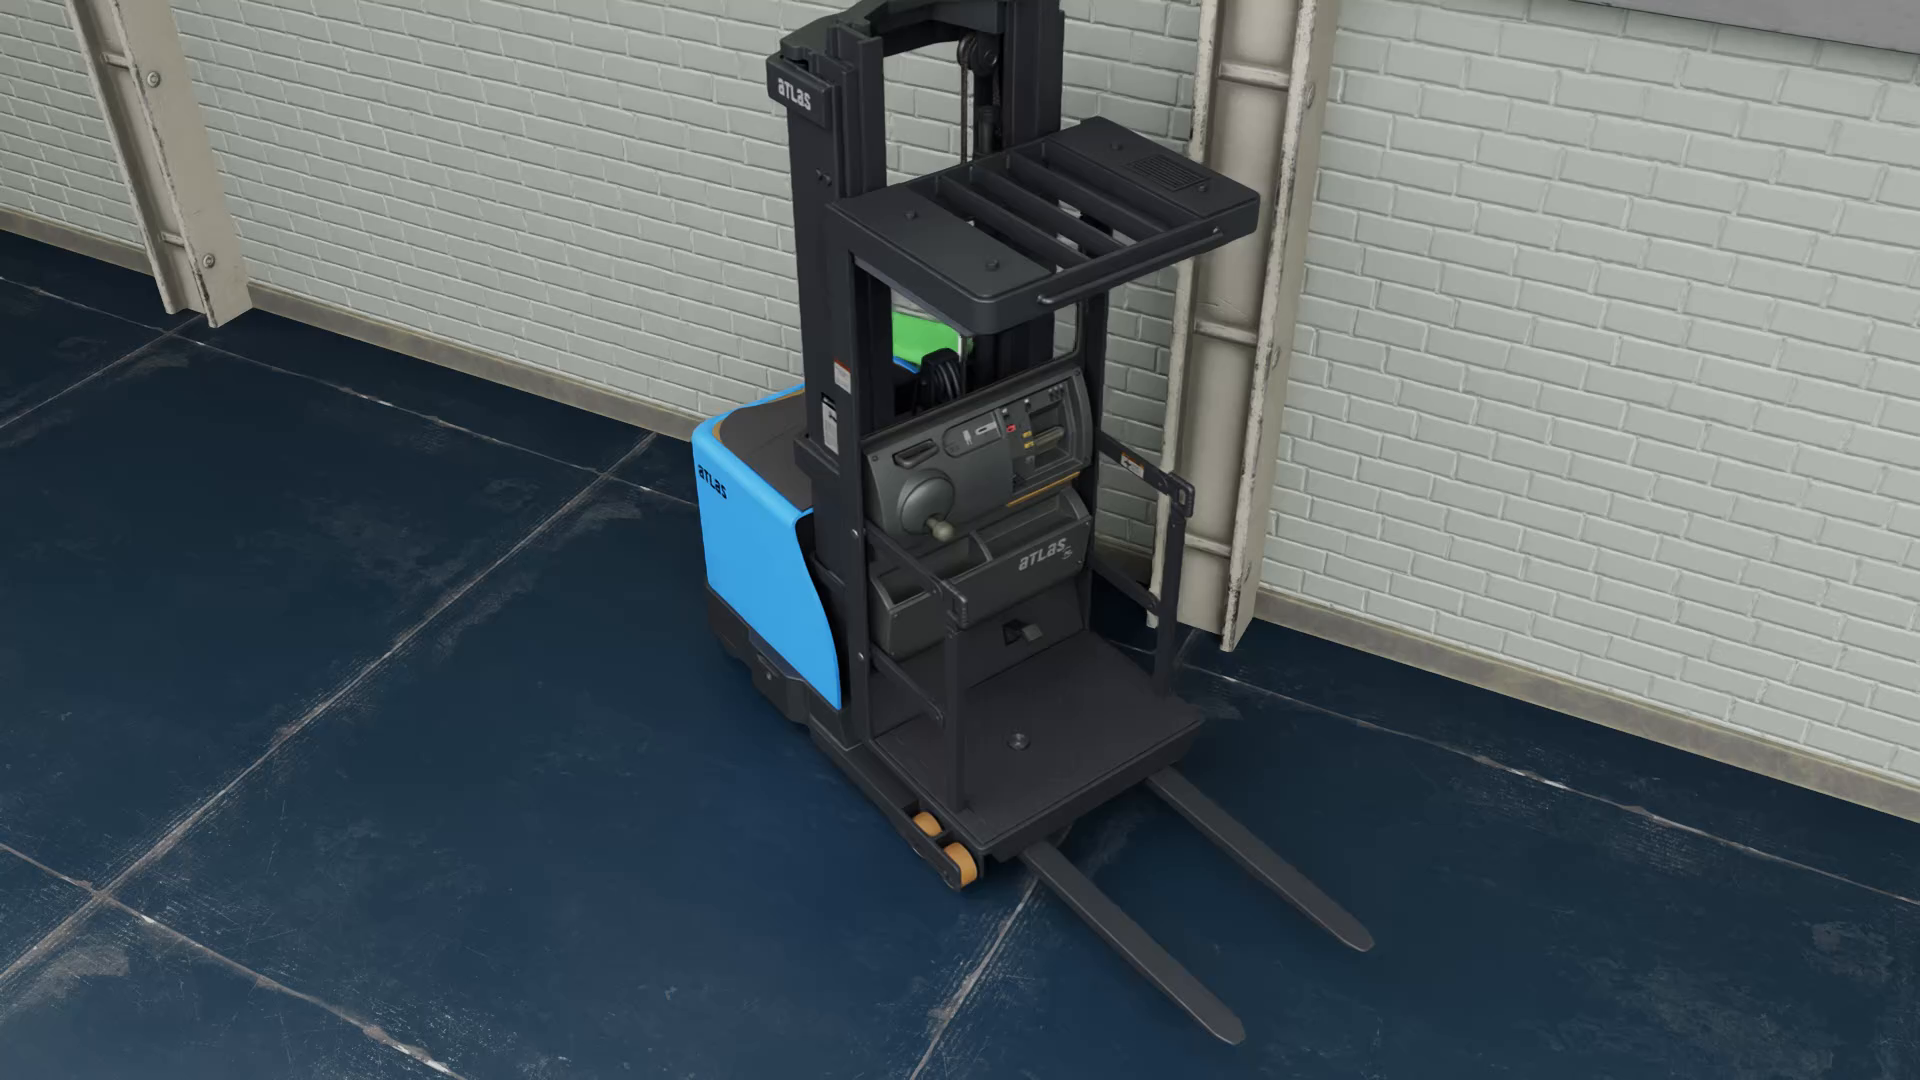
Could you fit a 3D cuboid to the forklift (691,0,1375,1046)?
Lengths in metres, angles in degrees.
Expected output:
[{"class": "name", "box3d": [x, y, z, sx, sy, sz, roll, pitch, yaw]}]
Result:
[{"class": "forklift", "box3d": [0.214, -0.236, 5.637, 1.130, 2.935, 3.031, -25, 44, -29]}]

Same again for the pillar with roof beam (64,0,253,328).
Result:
[{"class": "pillar with roof beam", "box3d": [-6.252, -2.596, 3.728, 0.400, 9.000, 9.100, 17, 41, 21]}]

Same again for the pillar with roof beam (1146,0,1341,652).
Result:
[{"class": "pillar with roof beam", "box3d": [-0.924, -0.928, 1.530, 0.400, 9.000, 9.100, 17, 41, 21]}]

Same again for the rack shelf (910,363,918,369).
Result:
[{"class": "rack shelf", "box3d": [-0.169, -0.638, 7.306, 0.480, 0.148, 0.258, 17, 40, 21]}]

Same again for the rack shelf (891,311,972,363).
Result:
[{"class": "rack shelf", "box3d": [-0.169, -0.829, 7.161, 0.480, 0.148, 0.258, 17, 40, 21]}]

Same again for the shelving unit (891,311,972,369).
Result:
[{"class": "shelving unit", "box3d": [-0.169, -0.497, 7.412, 0.503, 1.200, 0.258, 17, 40, 21]}]

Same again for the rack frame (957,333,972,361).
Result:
[{"class": "rack frame", "box3d": [0.049, -0.430, 7.324, 0.015, 1.200, 0.240, 17, 40, 21]}]
